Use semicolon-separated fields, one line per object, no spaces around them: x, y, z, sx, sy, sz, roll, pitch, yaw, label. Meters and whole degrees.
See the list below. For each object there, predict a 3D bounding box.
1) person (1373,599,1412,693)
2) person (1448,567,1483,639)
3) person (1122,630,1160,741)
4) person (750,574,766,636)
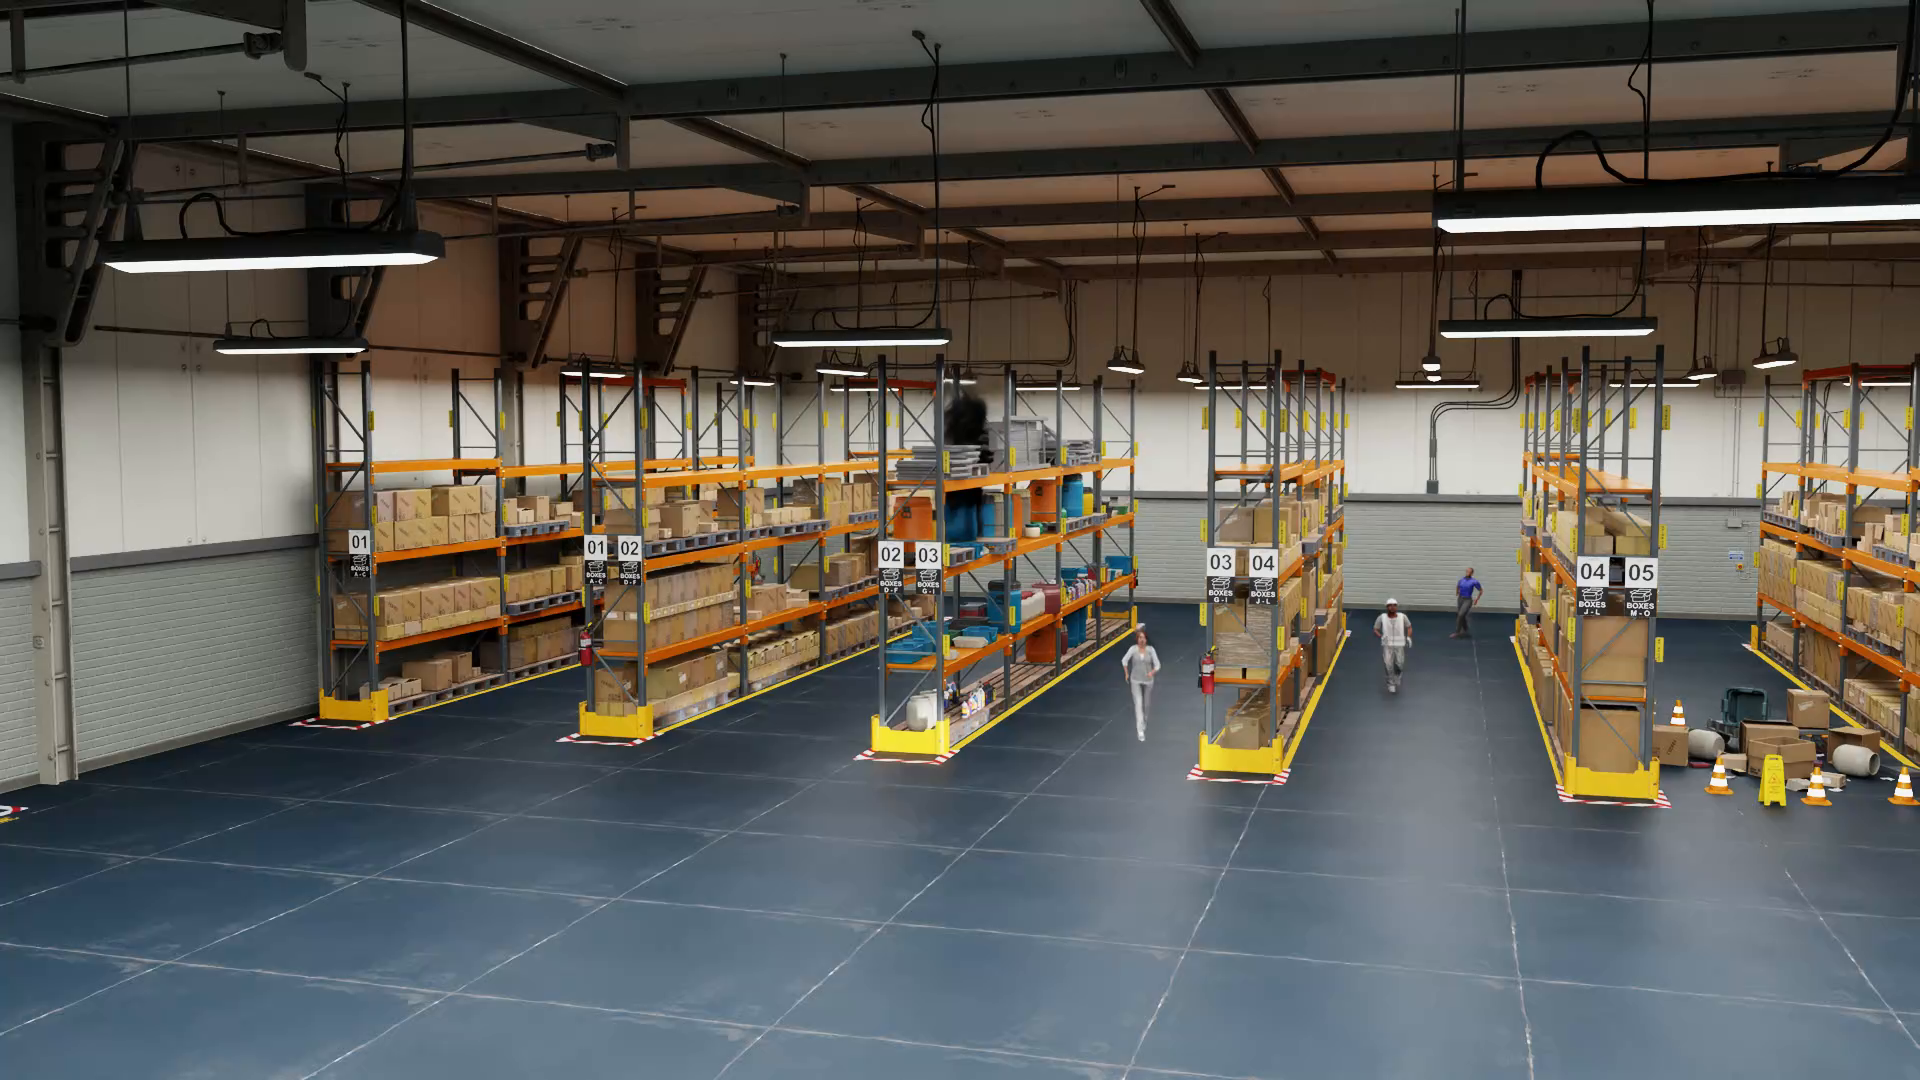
7.965;1.943;30.631;0.706;1.730;0.626;1;4;12;person
11.654;1.441;38.302;0.835;1.636;0.631;-3;5;-40;person
2.692;2.138;24.761;0.545;1.600;0.789;0;4;1;person
-4.281;1.600;35.537;0.663;1.757;0.752;0;4;7;person
